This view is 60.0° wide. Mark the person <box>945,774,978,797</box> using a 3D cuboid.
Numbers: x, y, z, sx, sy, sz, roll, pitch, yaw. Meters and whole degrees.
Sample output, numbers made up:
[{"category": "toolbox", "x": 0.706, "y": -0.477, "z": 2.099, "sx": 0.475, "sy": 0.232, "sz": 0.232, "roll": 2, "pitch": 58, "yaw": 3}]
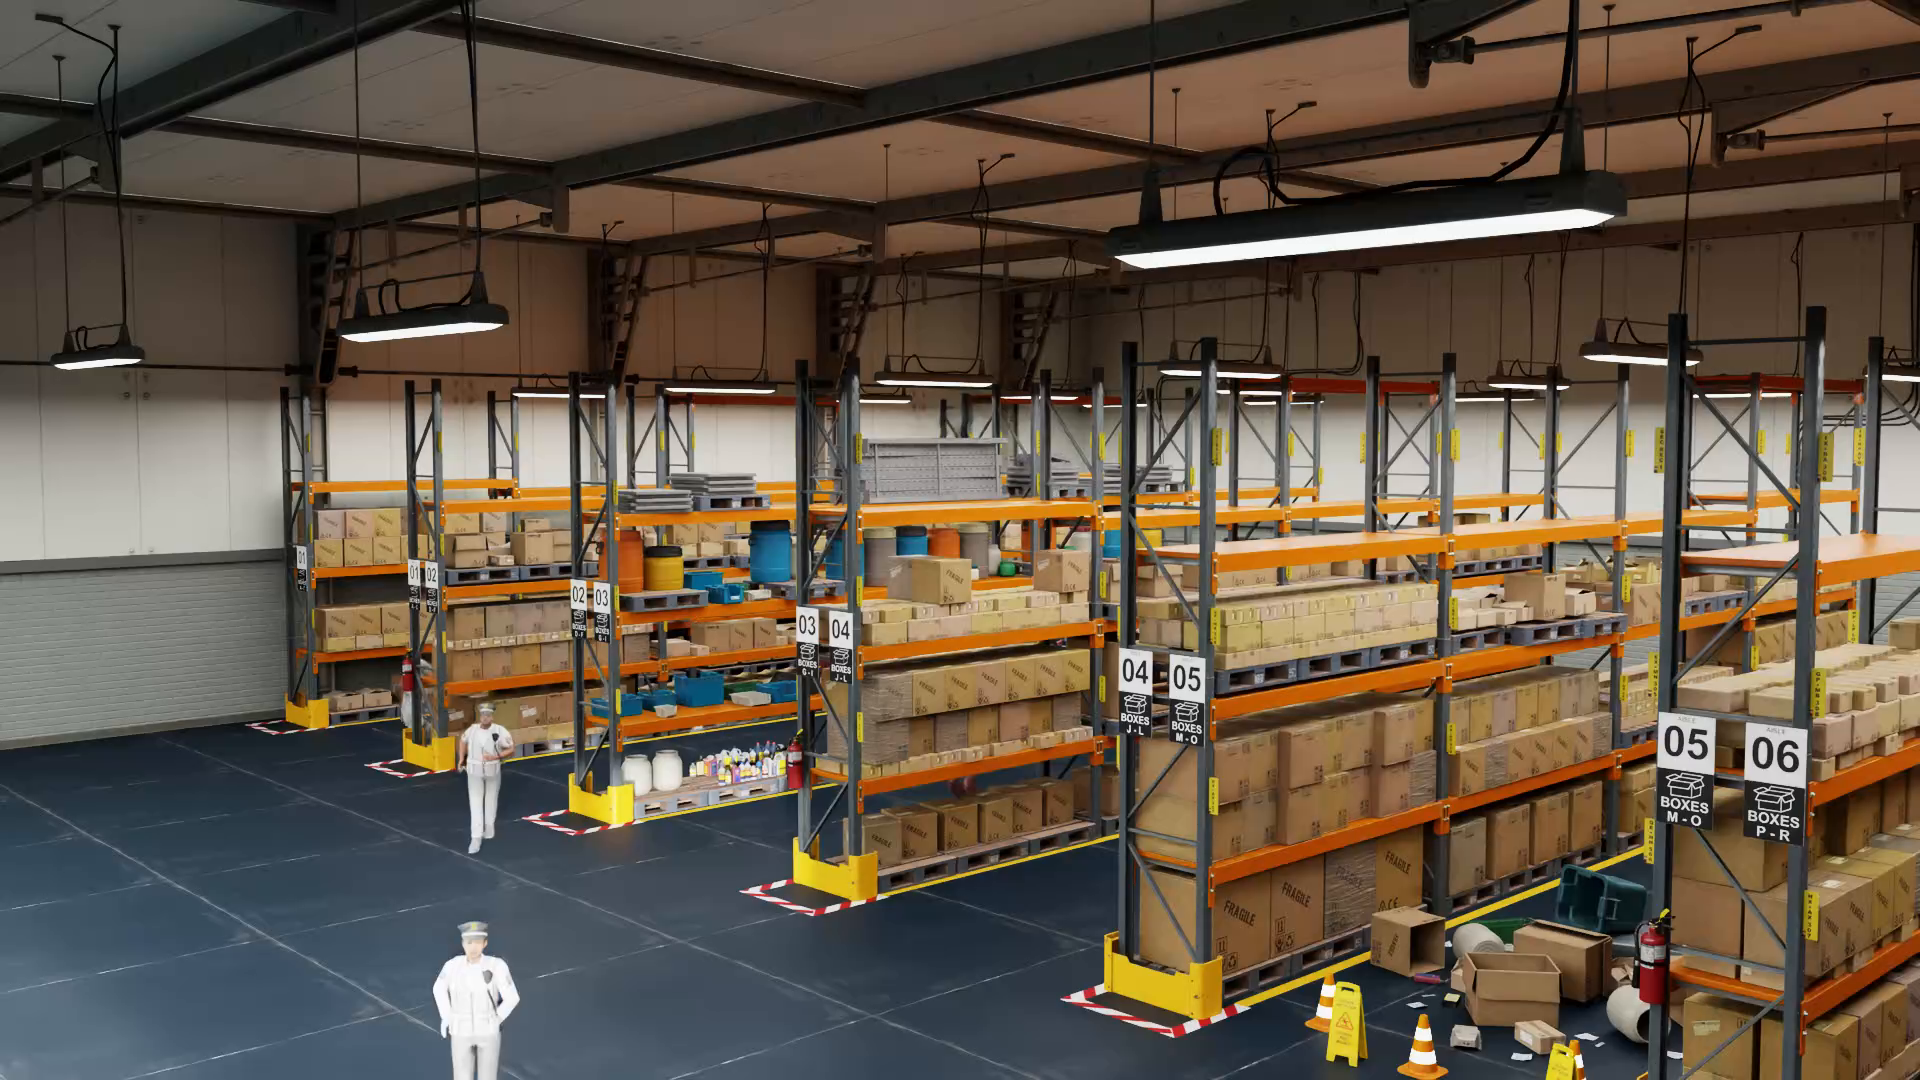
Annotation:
[{"category": "person", "x": 0.072, "y": 2.915, "z": 22.202, "sx": 0.565, "sy": 1.644, "sz": 0.575, "roll": 3, "pitch": 5, "yaw": 41}]

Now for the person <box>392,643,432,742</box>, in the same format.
[{"category": "person", "x": -8.990, "y": 2.545, "z": 27.374, "sx": 0.690, "sy": 1.746, "sz": 0.619, "roll": 3, "pitch": 5, "yaw": 39}]

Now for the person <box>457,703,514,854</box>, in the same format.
[{"category": "person", "x": -5.950, "y": 2.937, "z": 20.879, "sx": 0.692, "sy": 1.805, "sz": 0.888, "roll": -1, "pitch": 4, "yaw": -14}]

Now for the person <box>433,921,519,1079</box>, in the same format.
[{"category": "person", "x": -3.501, "y": 3.568, "z": 12.024, "sx": 0.618, "sy": 1.696, "sz": 0.843, "roll": -1, "pitch": 4, "yaw": -10}]
